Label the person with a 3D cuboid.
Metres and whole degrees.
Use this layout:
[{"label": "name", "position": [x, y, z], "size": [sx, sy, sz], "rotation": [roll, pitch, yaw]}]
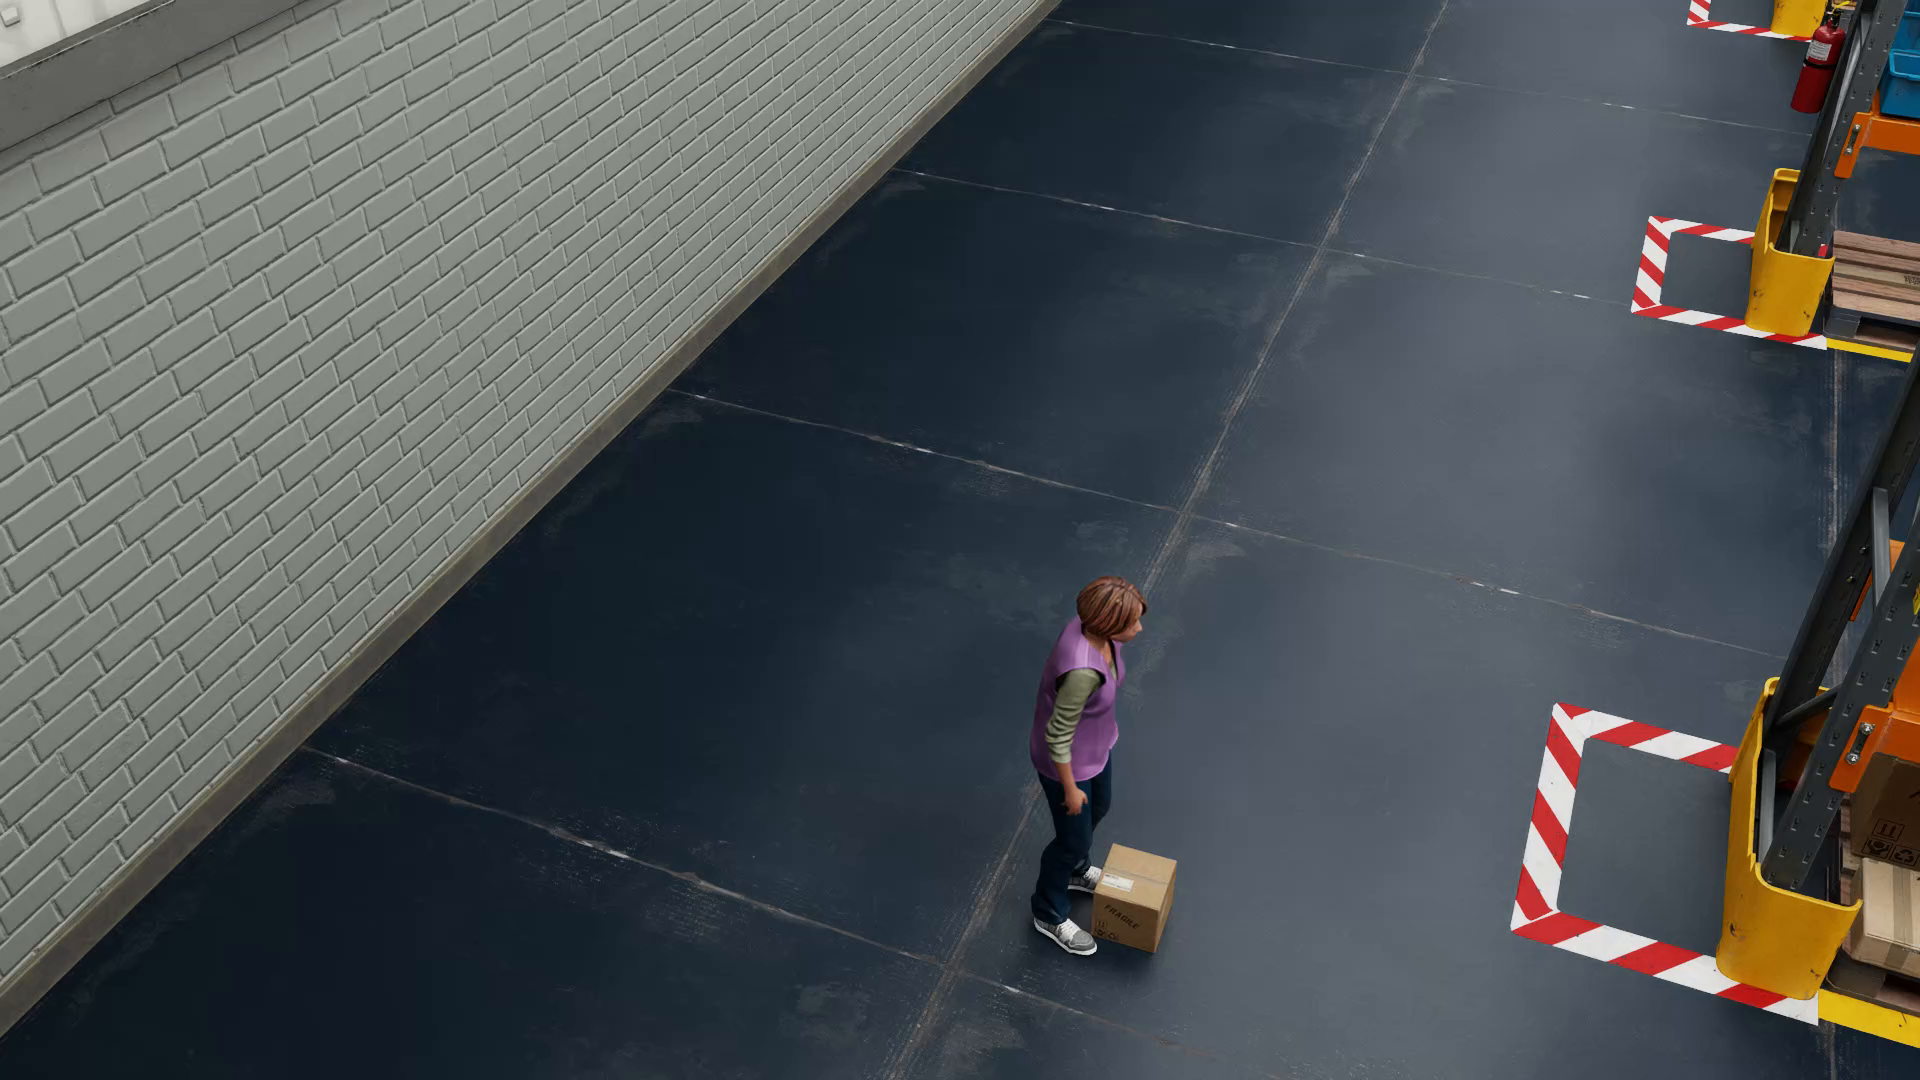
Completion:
[{"label": "person", "position": [0.430, 0.758, 5.858], "size": [0.350, 1.592, 0.472], "rotation": [14, 40, 17]}]
